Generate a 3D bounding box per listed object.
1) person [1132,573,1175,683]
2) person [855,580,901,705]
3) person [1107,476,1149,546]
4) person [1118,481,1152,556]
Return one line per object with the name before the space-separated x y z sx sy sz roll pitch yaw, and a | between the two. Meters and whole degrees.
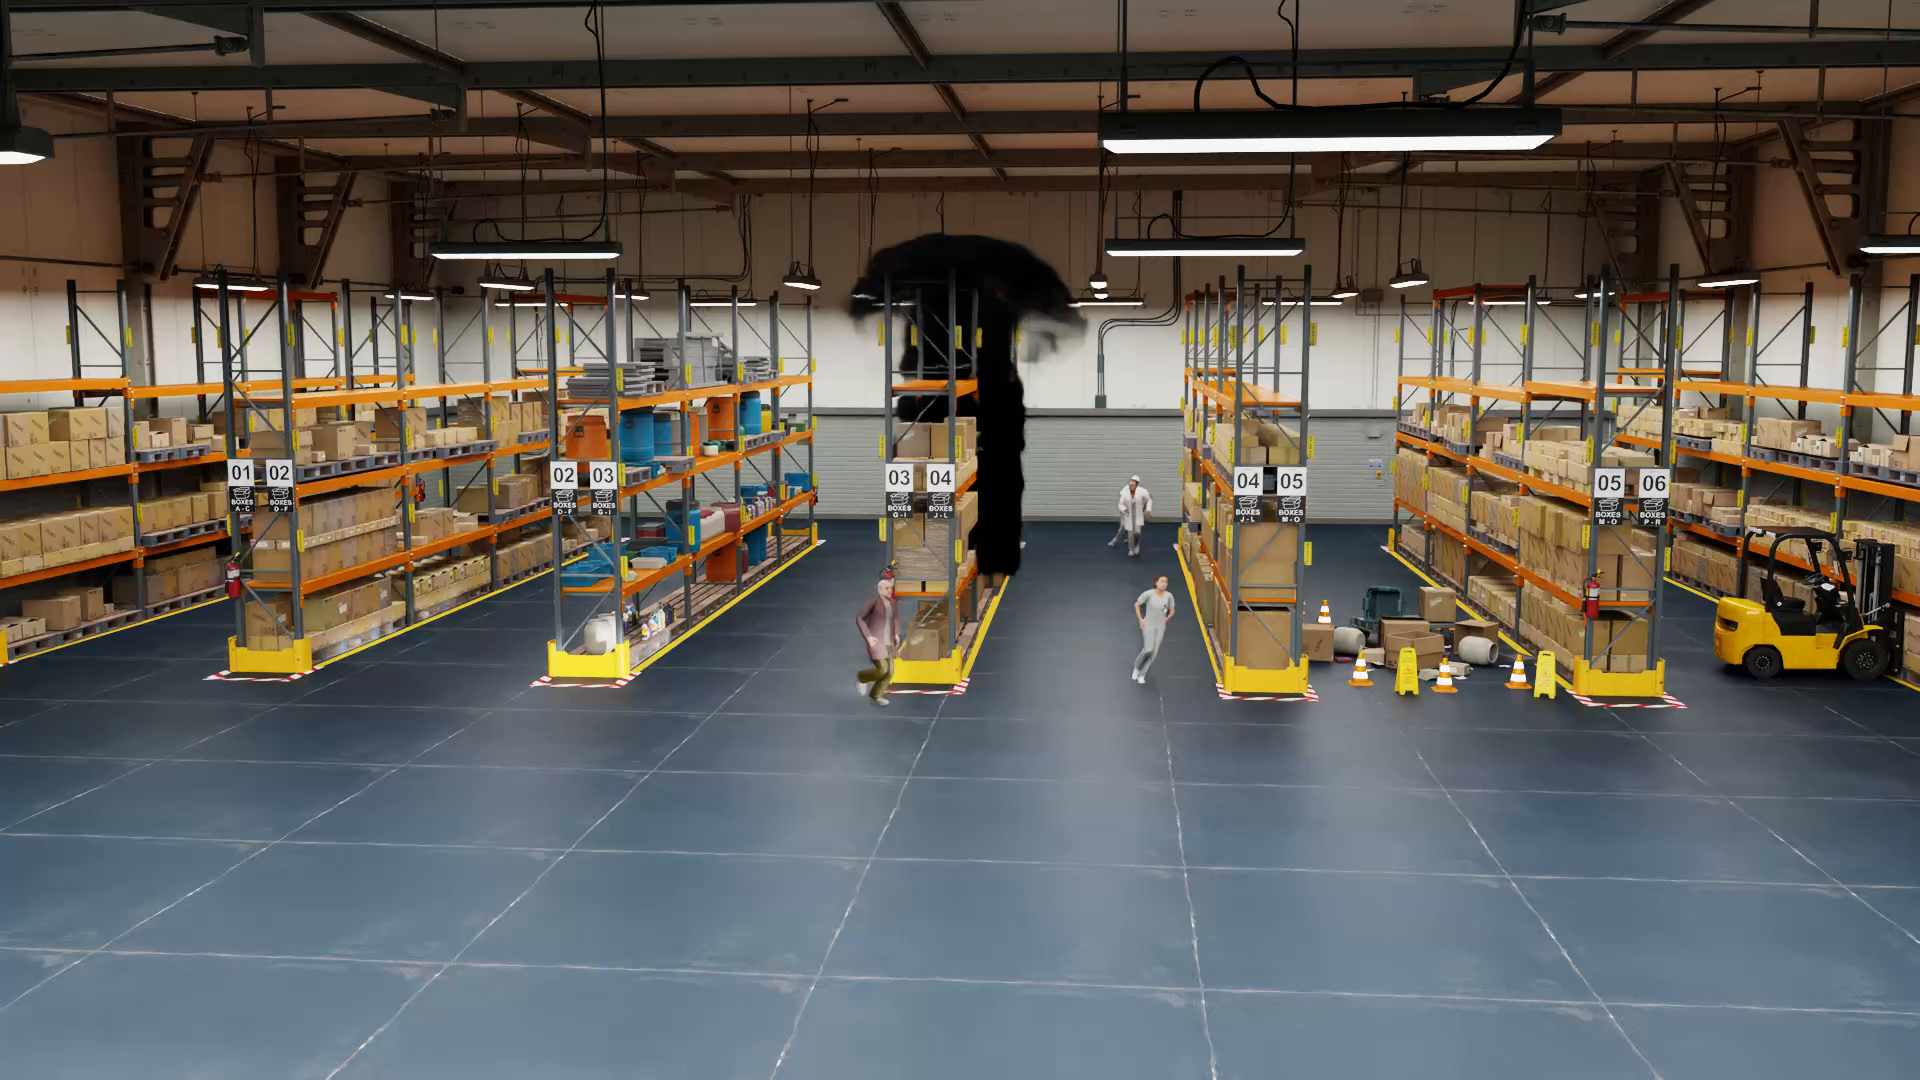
person | 2.831 1.281 24.146 0.602 1.613 0.562 -2 7 -13
person | -1.122 1.392 22.795 0.627 1.716 0.714 6 9 39
person | 4.061 -0.699 39.955 0.871 1.707 0.690 -6 9 -42
person | 3.980 -0.478 37.951 0.730 1.730 0.807 2 7 13
